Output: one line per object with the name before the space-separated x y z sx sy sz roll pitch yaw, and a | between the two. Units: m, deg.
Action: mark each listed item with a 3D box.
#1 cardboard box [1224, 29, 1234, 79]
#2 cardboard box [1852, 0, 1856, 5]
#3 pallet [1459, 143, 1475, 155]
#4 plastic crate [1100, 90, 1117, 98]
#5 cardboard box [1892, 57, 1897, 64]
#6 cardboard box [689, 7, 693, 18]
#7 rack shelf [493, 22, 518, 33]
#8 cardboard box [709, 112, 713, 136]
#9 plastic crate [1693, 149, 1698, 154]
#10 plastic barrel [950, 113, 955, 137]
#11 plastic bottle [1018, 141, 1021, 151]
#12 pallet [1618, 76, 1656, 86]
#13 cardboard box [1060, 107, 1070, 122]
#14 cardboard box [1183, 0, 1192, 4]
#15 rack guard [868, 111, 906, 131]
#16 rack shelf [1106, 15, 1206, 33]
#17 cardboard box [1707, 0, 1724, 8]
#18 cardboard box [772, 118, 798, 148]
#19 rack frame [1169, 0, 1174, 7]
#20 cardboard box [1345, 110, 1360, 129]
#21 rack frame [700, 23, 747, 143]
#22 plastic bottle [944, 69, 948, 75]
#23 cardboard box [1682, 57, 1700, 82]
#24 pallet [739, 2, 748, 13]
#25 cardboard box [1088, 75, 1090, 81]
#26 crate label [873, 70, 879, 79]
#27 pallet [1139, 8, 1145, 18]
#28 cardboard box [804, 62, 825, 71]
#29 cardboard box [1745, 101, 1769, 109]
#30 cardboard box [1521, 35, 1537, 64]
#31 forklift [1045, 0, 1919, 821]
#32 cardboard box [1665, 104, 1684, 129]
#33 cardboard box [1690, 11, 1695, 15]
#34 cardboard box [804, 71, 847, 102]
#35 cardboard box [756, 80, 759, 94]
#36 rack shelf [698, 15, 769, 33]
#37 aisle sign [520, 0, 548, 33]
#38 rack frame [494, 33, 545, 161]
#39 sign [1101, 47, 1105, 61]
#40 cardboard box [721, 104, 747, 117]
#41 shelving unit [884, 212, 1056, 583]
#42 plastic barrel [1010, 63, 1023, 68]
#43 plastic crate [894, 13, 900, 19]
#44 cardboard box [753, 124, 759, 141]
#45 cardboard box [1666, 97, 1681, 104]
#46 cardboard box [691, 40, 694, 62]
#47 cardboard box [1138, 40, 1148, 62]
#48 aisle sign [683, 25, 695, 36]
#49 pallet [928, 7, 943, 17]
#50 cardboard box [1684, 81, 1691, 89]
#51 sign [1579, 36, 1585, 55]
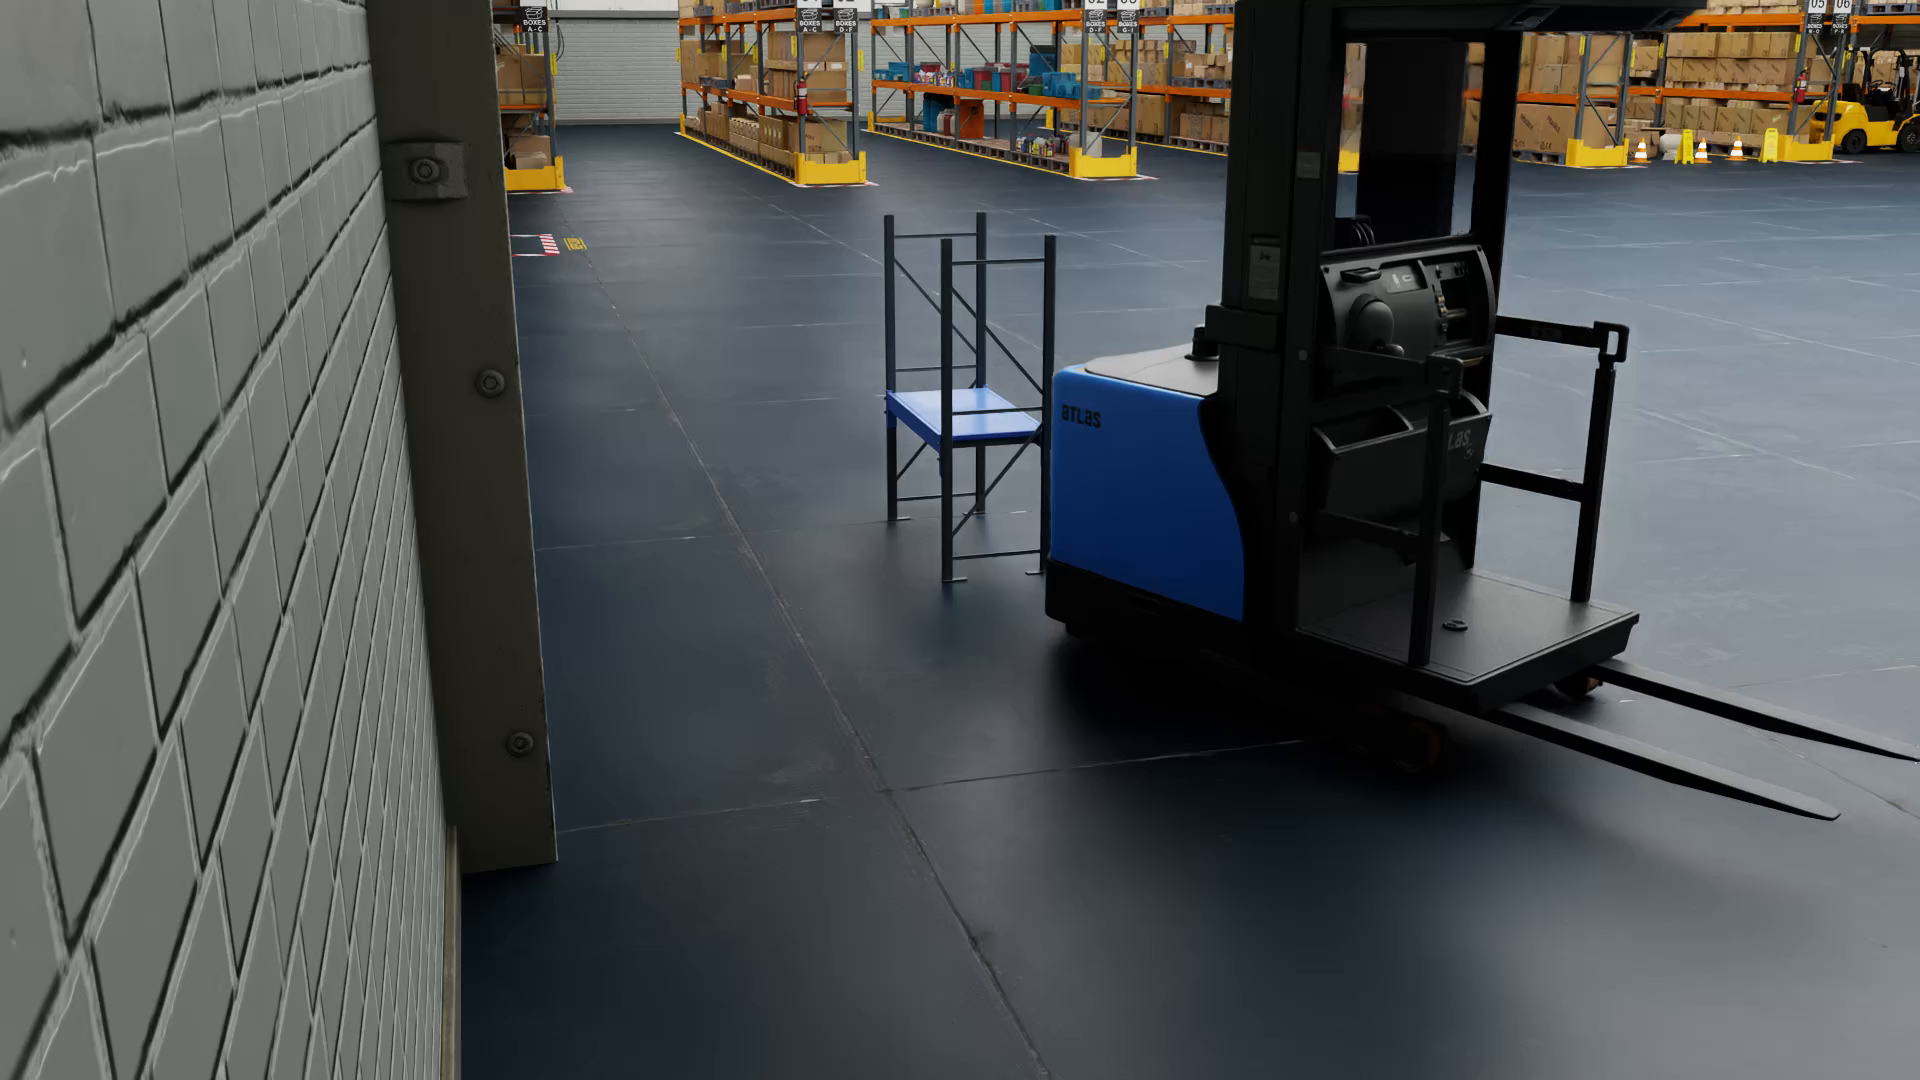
cardboard box | 6.160 -10.058 34.449 1.000 1.000 1.000 -5 17 -15
cardboard box | 20.111 -12.339 37.854 0.500 0.311 0.500 -5 18 -17
pallet | 11.175 -8.151 34.720 1.003 0.211 1.213 -5 17 -15
plastic crate | 2.645 -7.987 29.787 0.298 0.136 0.250 -5 17 -15
cardboard box | 20.617 -10.477 36.316 0.380 0.149 0.250 -5 17 -16
cardboard box | -6.143 -12.524 39.479 0.500 0.250 0.500 -5 17 -15
rack shelf | -10.792 -12.022 38.796 1.077 0.370 4.000 -5 17 -15
cardboard box | -5.424 -9.483 37.888 0.500 0.500 0.500 -4 17 -14
plastic crate | 15.416 -8.225 35.194 0.402 0.080 0.583 -12 20 -34
plastic barrel | -0.009 -9.346 37.447 0.421 0.512 0.421 0 17 0
plastic bottle | 1.176 -7.667 32.360 0.097 0.201 0.097 0 17 0
pallet | 15.257 -10.592 38.334 1.003 0.211 1.213 -5 17 -15
cardboard box | 3.199 -11.671 44.554 0.875 0.875 0.875 -5 17 -15
cardboard box | 5.163 -11.878 36.024 0.500 0.500 0.500 -5 17 -15
rack guard | -1.835 -11.075 43.952 1.175 0.500 0.348 -5 17 -15
rack shelf | 4.595 -12.090 39.024 1.077 0.370 4.000 -5 17 -15
cardboard box | 15.906 -11.204 34.568 0.500 0.250 0.500 -5 17 -15
cardboard box | -3.041 -7.232 29.560 0.500 0.500 0.500 -5 17 -15
rack frame | 5.145 -13.318 36.647 1.000 3.000 0.127 -5 17 -15
cardboard box | 9.509 -9.975 39.559 0.500 0.500 0.500 -5 17 -16
rack frame | -5.480 -10.769 38.590 1.000 3.000 0.127 -5 17 -15
plastic bottle | -0.288 -10.897 39.099 0.144 0.351 0.185 -5 17 -15
cardboard box | 15.786 -10.032 35.444 0.500 0.500 0.500 -5 17 -15
pallet | -3.798 -10.519 32.872 1.003 0.211 1.213 -4 17 -13
cardboard box | 3.435 -11.703 42.135 0.380 0.149 0.250 -4 17 -14
crate label | -2.065 -12.121 43.275 0.416 0.233 0.303 -5 17 -15
pallet | 4.607 -12.274 38.714 1.003 0.211 1.213 -4 17 -13
cardboard box | -2.471 -7.899 27.734 0.380 0.149 0.250 -5 17 -16
cardboard box | 16.235 -8.867 33.875 0.380 0.149 0.250 -4 17 -14
cardboard box | 11.542 -9.738 33.018 0.875 0.550 0.500 -5 17 -15
forklift | 1.684 -0.810 5.553 1.130 2.935 3.031 -14 22 -39
cardboard box | 15.675 -9.181 36.048 0.500 0.500 0.500 -4 17 -13
cardboard box | 15.638 -11.256 35.432 0.380 0.149 0.250 -5 17 -15
cardboard box | -2.299 -7.628 27.959 0.700 0.500 0.500 -5 17 -15
cardboard box | -3.700 -8.721 32.004 0.396 0.266 0.258 -5 17 -17
rack shelf | -4.931 -11.308 36.420 1.077 0.370 4.000 -5 17 -15
aisle sign | -6.636 -8.306 25.871 0.394 0.787 0.004 -5 17 -15
rack frame | -8.044 -8.164 29.916 1.000 3.000 0.127 -5 17 -15
sign | 3.512 -11.960 40.910 0.100 0.325 0.005 -5 17 -15
cardboard box | -4.883 -9.291 35.945 0.500 0.250 0.500 -4 17 -13
shelving unit | 0.023 -0.695 7.658 0.538 1.500 1.048 -5 17 -15
plastic barrel | 1.228 -9.497 34.118 0.433 0.535 0.433 0 17 0
plastic crate | -1.432 -12.792 40.568 0.293 0.136 0.466 -5 17 -15
cardboard box | -3.669 -7.799 31.775 0.500 0.311 0.500 -5 17 -15
cardboard box | 18.710 -11.494 43.491 0.380 0.149 0.250 -5 17 -15
cardboard box | -6.150 -11.696 39.764 0.500 0.500 0.500 -5 17 -15
cardboard box | 4.592 -11.542 39.246 0.797 0.503 0.637 -4 17 -13
aisle sign | -6.881 -13.116 41.885 0.394 0.787 0.004 -5 17 -15
pallet | -0.093 -11.983 37.746 1.003 0.211 1.213 -5 17 -15
cardboard box | 15.772 -9.752 35.641 0.380 0.149 0.250 -5 17 -16
sign | 11.615 -9.225 31.025 0.100 0.325 0.005 -5 17 -15
